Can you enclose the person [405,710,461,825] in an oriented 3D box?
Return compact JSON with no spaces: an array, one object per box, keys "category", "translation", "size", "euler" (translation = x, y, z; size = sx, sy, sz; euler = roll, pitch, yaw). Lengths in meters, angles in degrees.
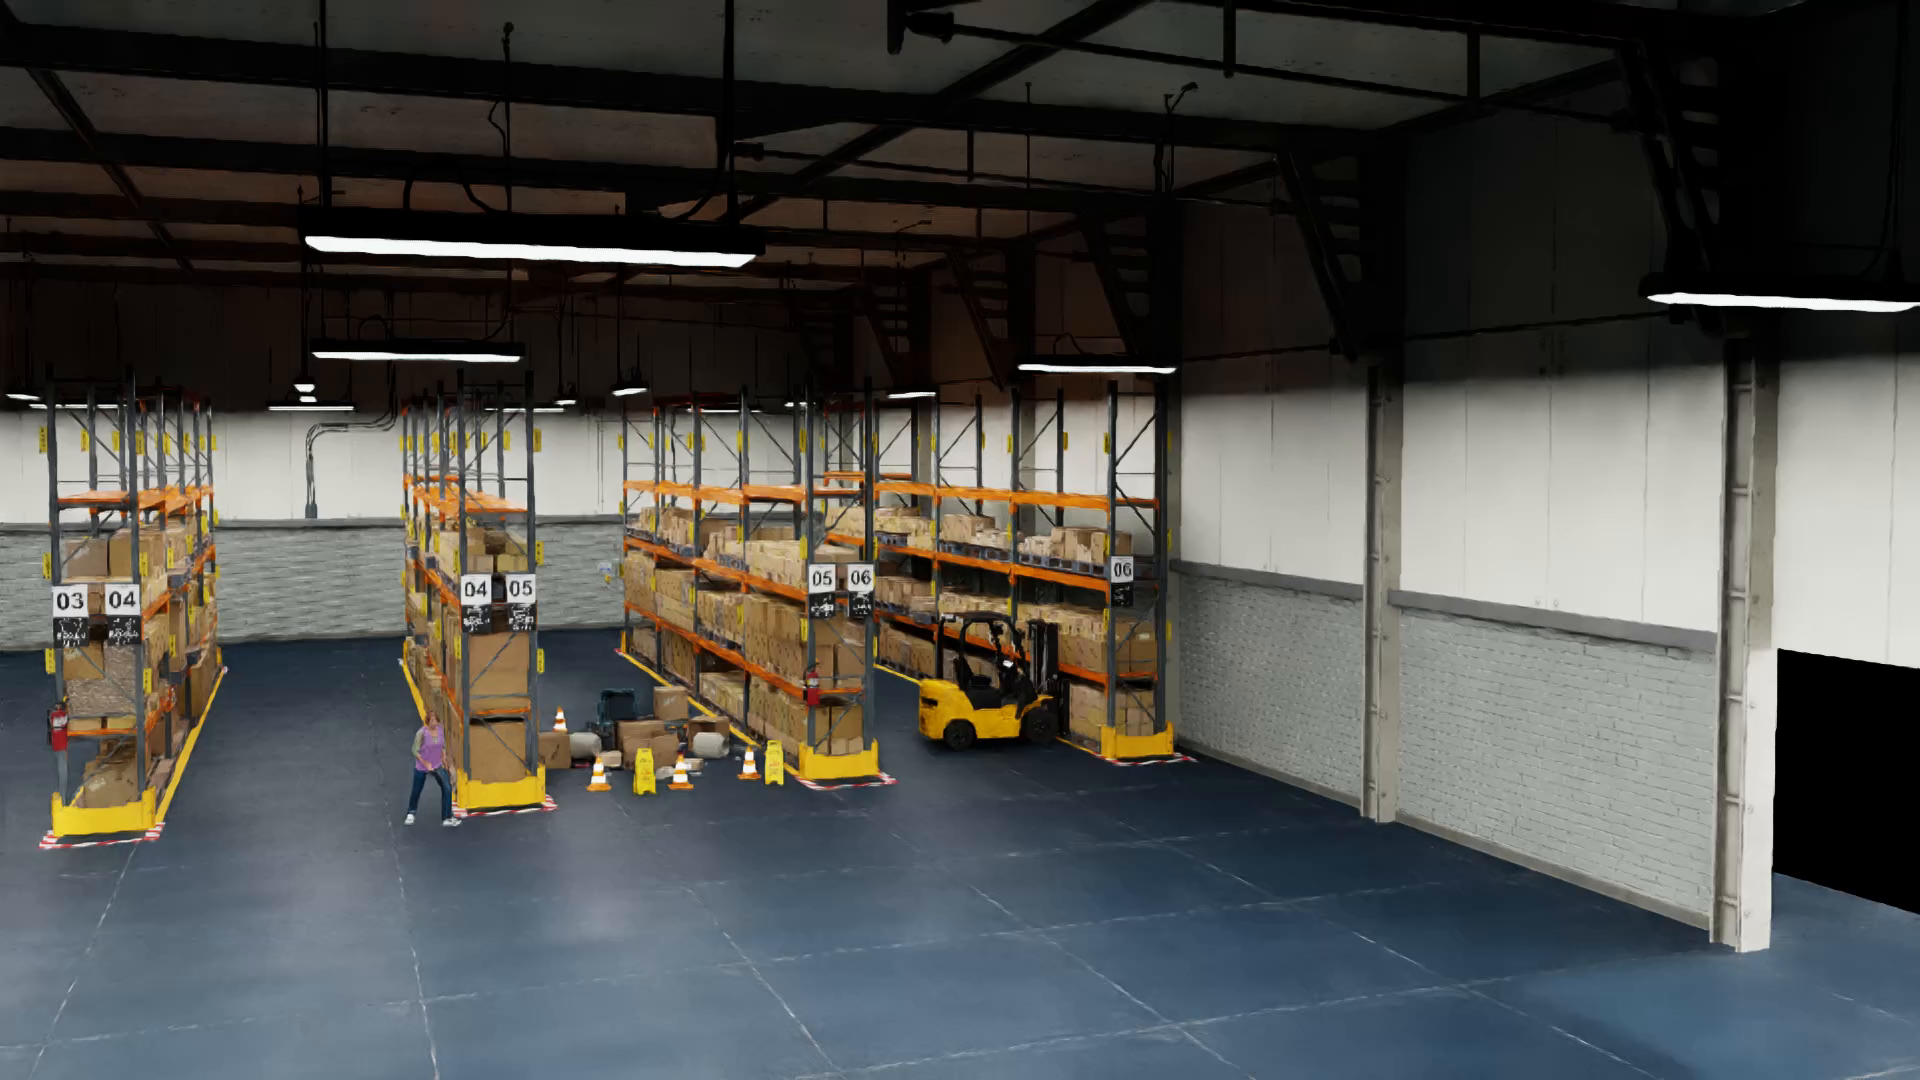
[{"category":"person","translation":[-6.926,2.962,21.719],"size":[0.561,1.512,0.788],"euler":[-3,4,-39]}]
